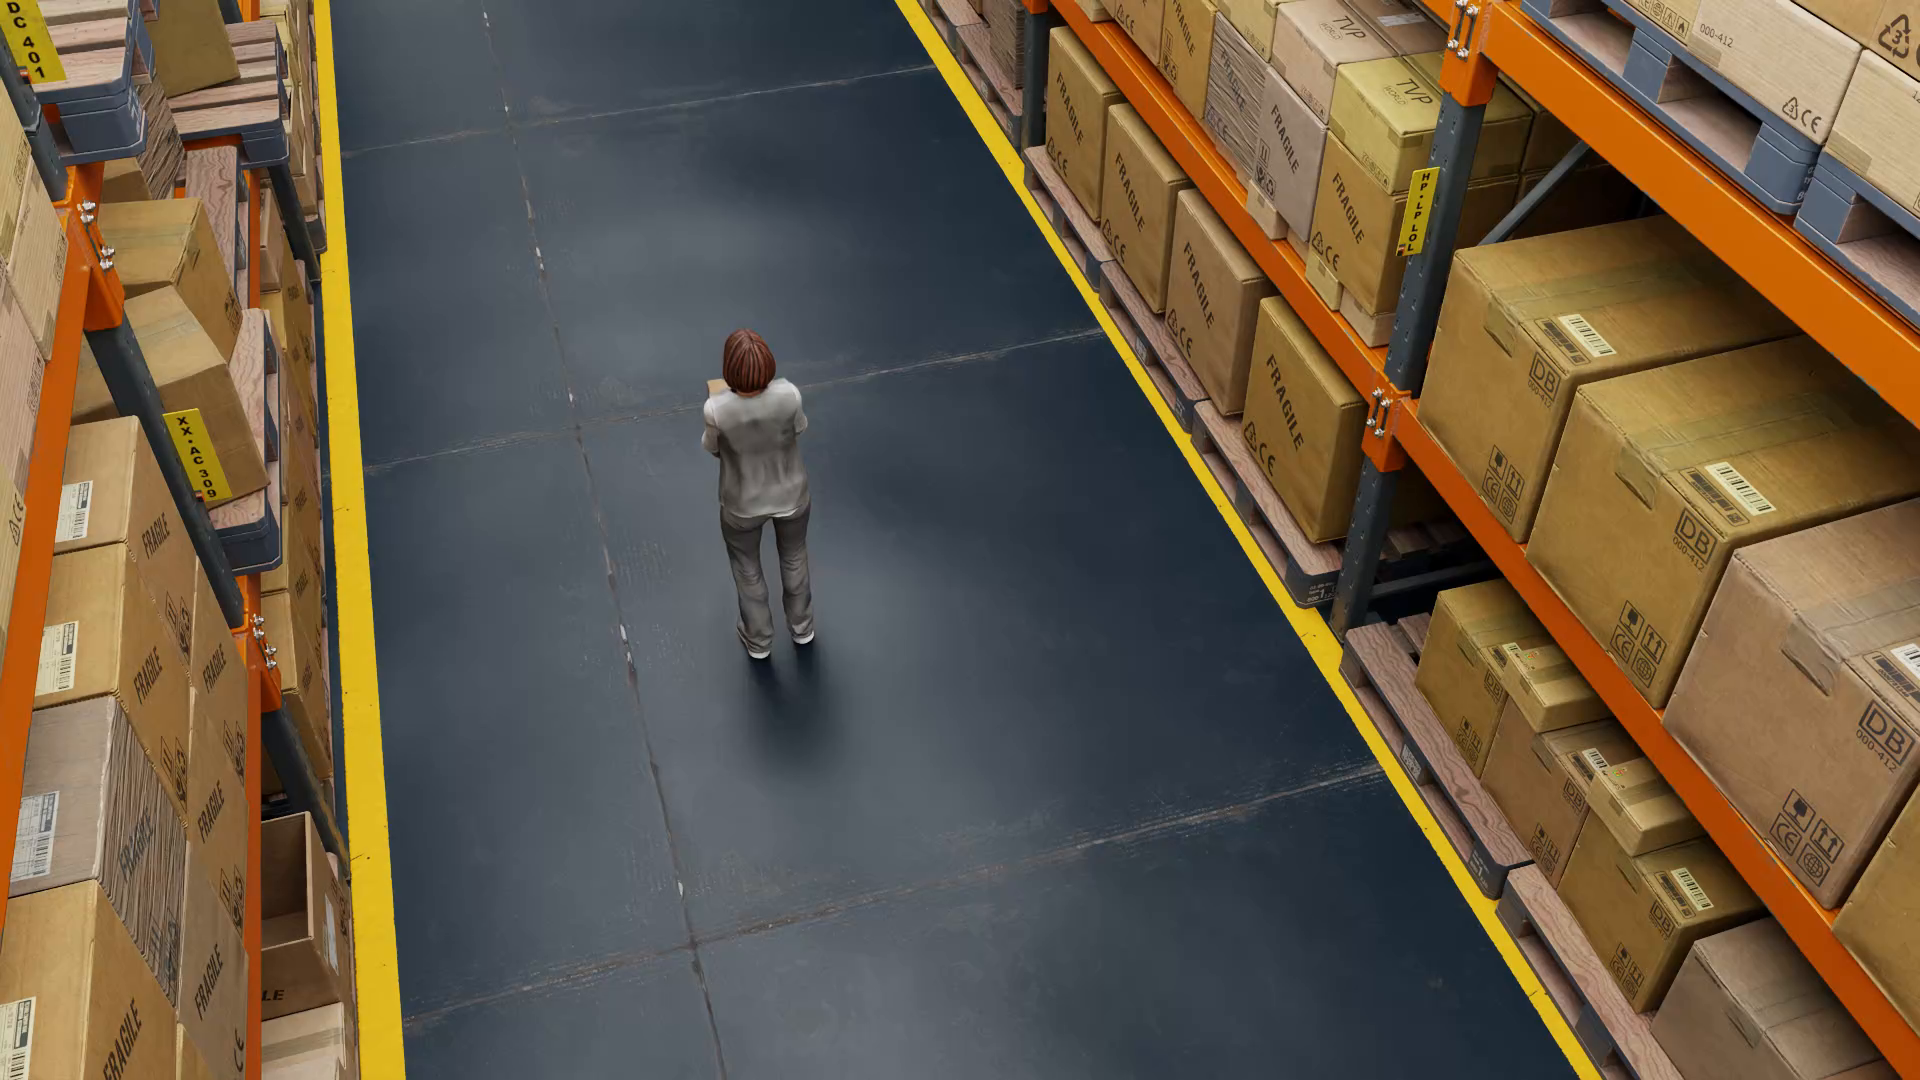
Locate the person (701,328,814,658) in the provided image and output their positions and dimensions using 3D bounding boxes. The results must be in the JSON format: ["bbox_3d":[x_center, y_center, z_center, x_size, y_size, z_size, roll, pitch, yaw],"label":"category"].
[{"bbox_3d":[-0.772,-0.223,6.414,0.404,1.591,0.497,-11,44,-12],"label":"person"}]
